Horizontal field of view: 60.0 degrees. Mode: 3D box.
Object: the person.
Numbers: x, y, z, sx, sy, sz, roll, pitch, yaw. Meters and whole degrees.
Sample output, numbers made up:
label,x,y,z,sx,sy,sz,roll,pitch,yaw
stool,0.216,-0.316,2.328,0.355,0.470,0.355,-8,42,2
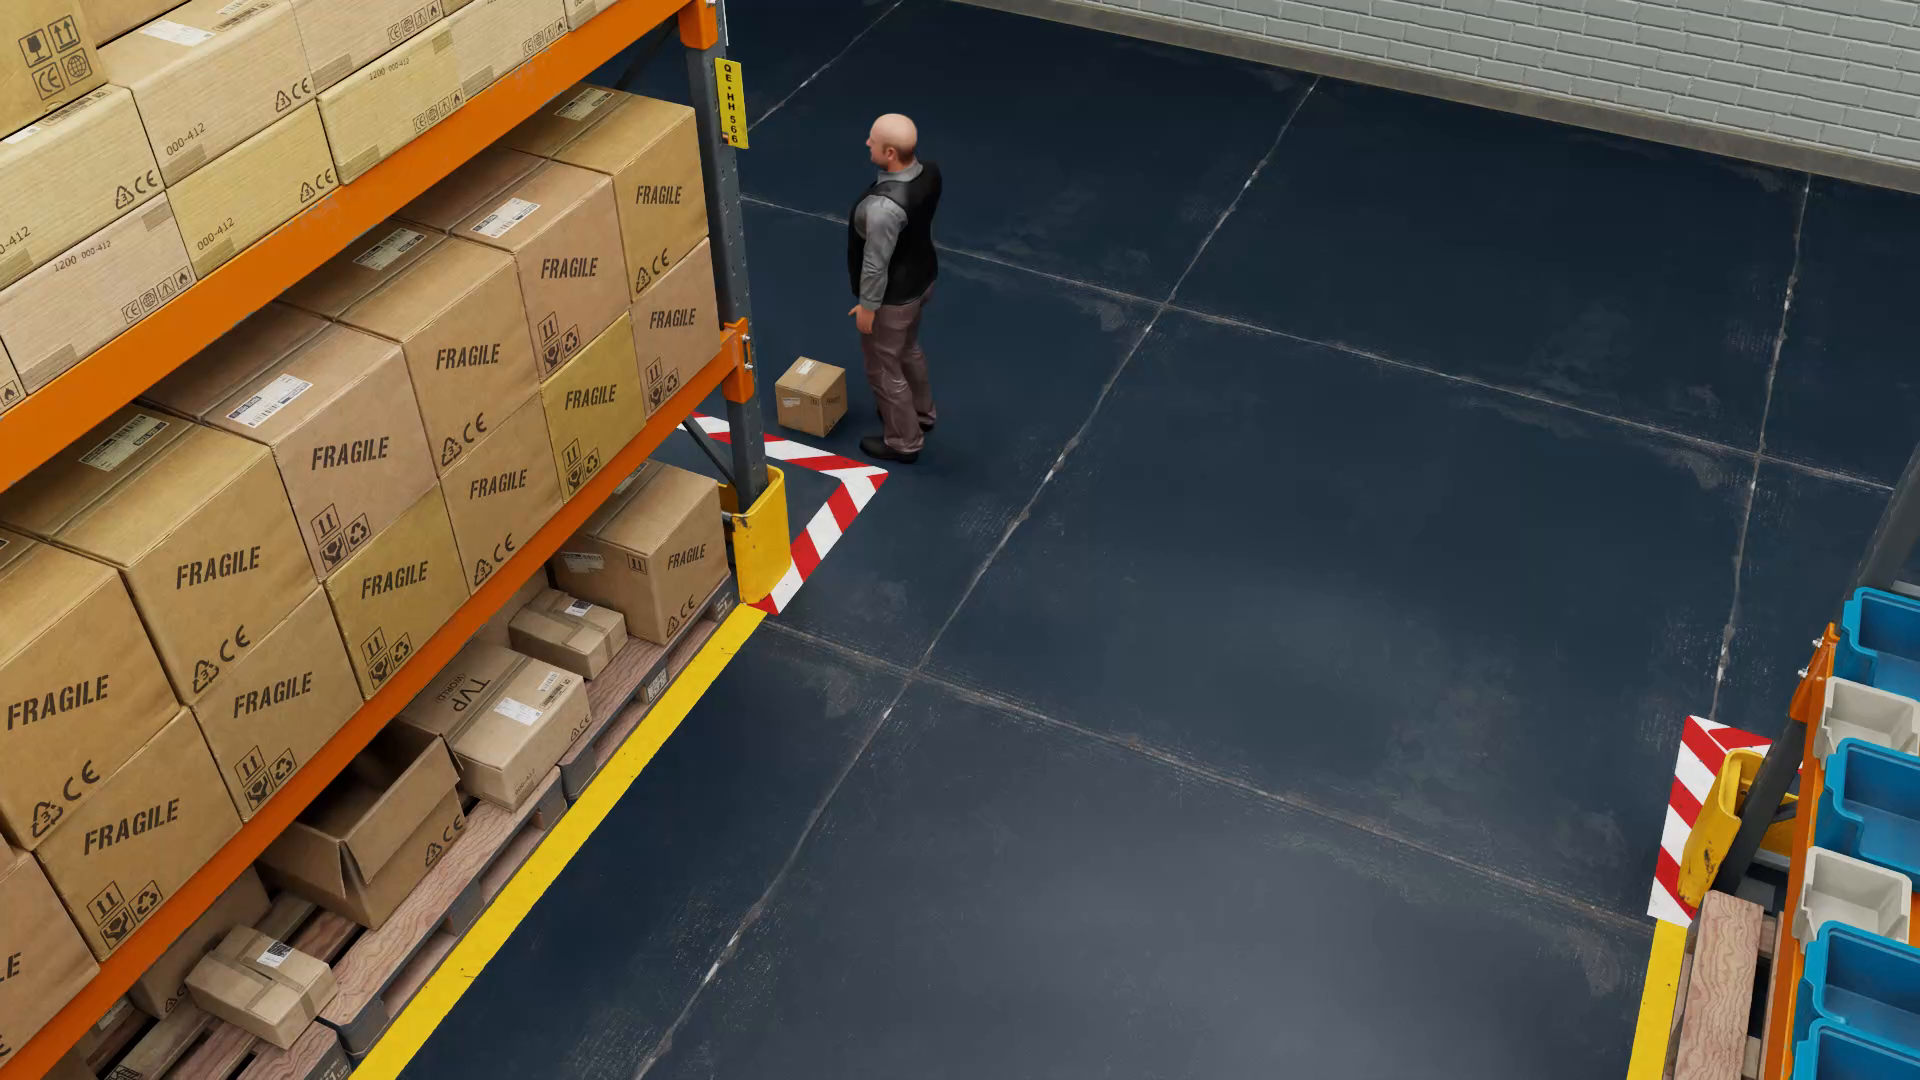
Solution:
label,x,y,z,sx,sy,sz,roll,pitch,yaw
person,-0.301,-1.115,7.440,0.360,1.719,0.532,17,44,18
